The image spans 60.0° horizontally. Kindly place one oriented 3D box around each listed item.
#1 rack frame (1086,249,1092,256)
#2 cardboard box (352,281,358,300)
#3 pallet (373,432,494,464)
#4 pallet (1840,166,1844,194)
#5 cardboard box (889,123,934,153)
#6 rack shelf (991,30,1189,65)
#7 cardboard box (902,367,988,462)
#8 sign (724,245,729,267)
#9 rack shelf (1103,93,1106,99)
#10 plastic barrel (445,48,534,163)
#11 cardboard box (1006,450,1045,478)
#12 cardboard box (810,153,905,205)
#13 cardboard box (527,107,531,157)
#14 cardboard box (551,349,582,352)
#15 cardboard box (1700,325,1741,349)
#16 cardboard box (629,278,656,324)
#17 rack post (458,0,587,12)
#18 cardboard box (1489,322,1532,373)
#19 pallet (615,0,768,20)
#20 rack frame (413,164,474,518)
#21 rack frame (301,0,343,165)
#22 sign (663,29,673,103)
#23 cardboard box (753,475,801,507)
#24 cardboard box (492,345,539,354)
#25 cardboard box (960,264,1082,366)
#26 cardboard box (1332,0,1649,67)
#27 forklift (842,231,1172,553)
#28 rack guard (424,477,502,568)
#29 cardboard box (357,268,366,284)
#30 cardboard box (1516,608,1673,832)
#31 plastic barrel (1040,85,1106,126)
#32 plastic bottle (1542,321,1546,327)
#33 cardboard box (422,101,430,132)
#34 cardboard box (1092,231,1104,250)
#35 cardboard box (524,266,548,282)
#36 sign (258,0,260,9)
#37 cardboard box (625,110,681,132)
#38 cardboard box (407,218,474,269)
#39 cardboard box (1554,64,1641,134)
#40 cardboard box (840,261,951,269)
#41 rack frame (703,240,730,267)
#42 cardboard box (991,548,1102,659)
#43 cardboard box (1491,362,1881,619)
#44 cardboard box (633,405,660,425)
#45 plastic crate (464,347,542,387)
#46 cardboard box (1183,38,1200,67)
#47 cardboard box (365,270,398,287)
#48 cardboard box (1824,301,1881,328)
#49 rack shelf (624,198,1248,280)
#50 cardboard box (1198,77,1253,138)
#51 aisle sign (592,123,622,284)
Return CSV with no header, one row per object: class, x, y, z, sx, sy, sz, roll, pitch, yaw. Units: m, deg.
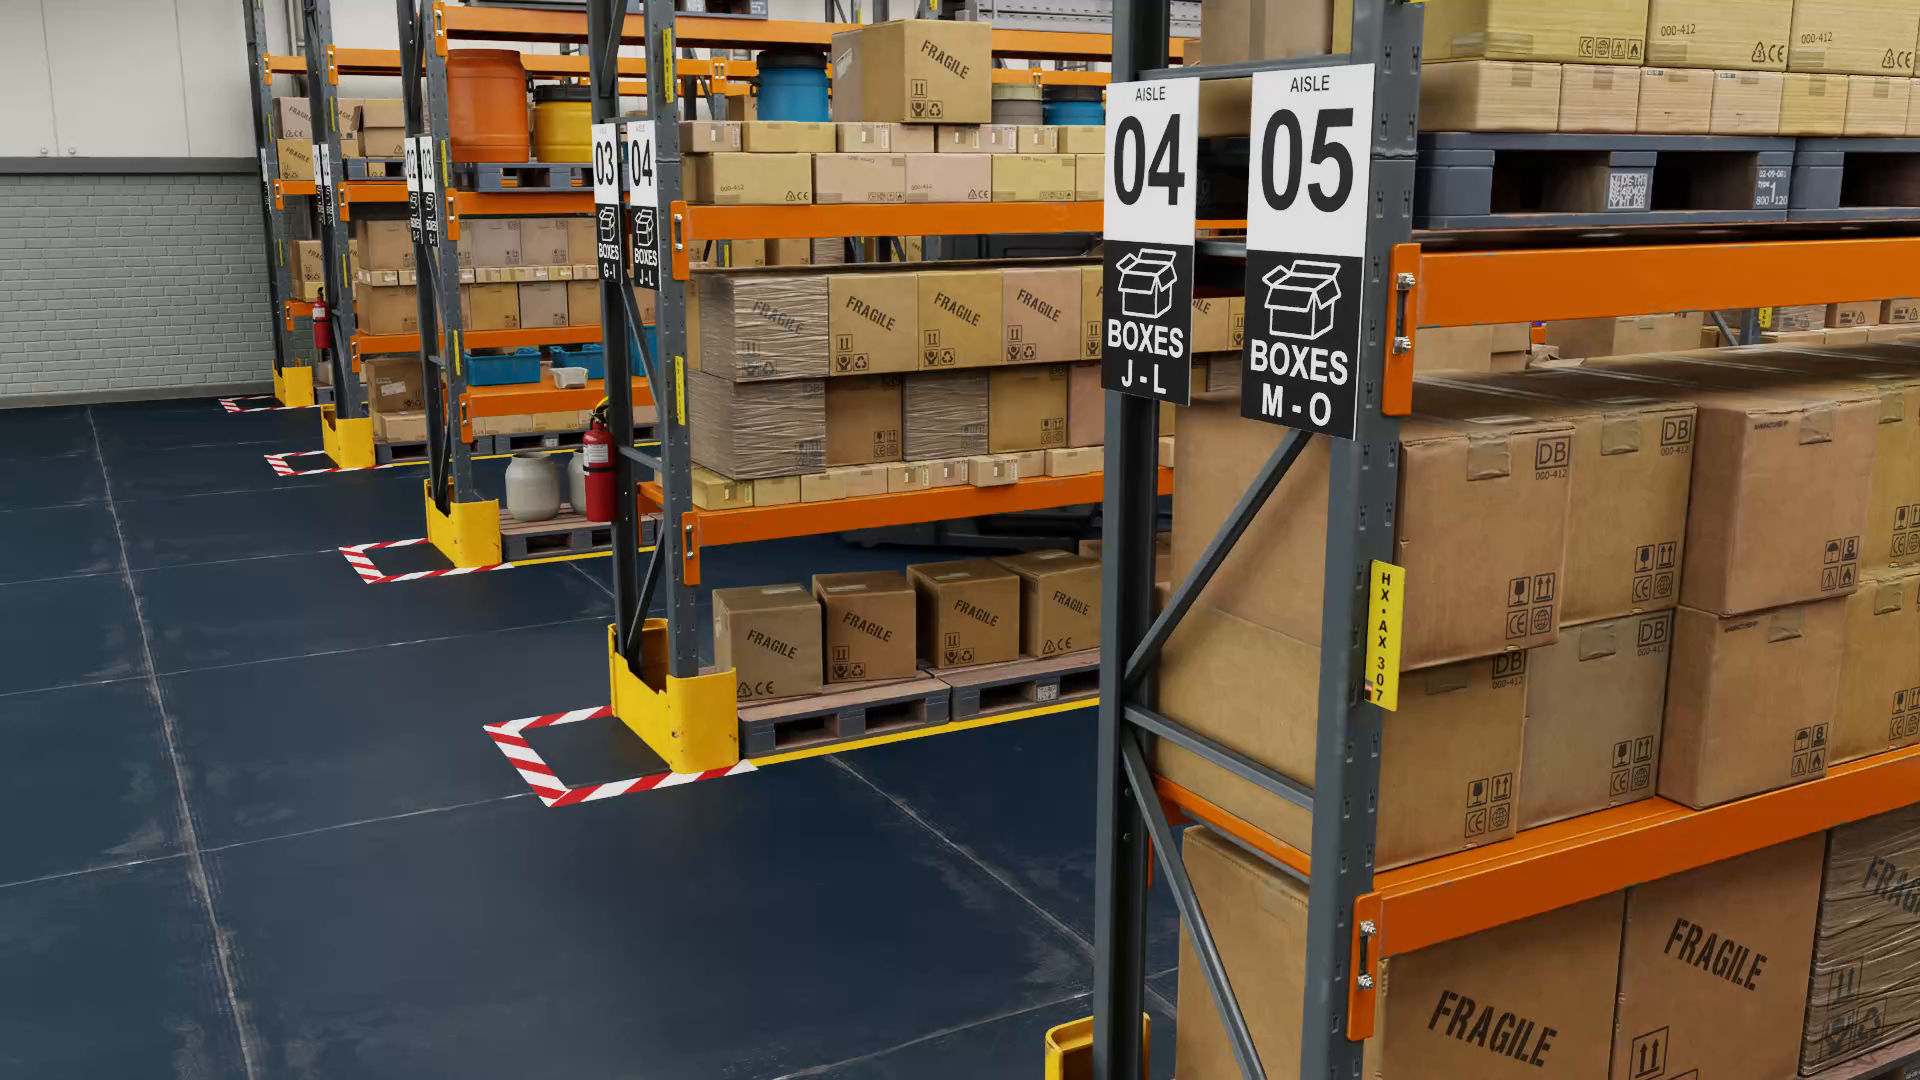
rack frame,1.804,-4.528,26.895,0.127,3.000,1.000,-7,14,-28
cardboard box,-7.699,-3.249,21.511,0.500,0.250,0.500,-7,15,-30
pallet,-5.700,-1.039,17.745,1.213,0.211,1.003,-7,14,-28
pallet,3.467,-1.192,5.443,1.213,0.211,1.003,-7,14,-28
cardboard box,-0.331,-2.069,8.573,0.250,0.149,0.380,-7,14,-28
rack shelf,1.285,-4.368,15.071,4.000,0.370,1.077,-7,14,-28
cardboard box,-0.271,-0.768,9.284,0.500,0.500,0.875,-7,14,-28
sign,-2.573,-3.086,18.337,0.005,0.325,0.100,-7,14,-28
rack shelf,3.560,-7.119,27.295,4.000,0.370,1.077,-7,14,-28
plastic barrel,-3.616,-3.309,12.716,0.708,0.830,0.600,-7,14,-28
cardboard box,0.275,-0.454,9.366,0.250,0.149,0.380,-7,14,-28
cardboard box,-0.612,-1.848,8.499,0.500,0.250,0.500,-7,15,-29
cardboard box,-4.763,-4.218,17.186,0.500,0.500,0.500,-7,14,-28
cardboard box,-4.275,-1.867,18.673,0.500,0.500,0.500,-7,14,-28
cardboard box,5.728,-1.392,12.733,0.500,0.500,0.500,-6,14,-26
cardboard box,-3.687,-2.676,18.440,0.500,0.500,0.700,-7,14,-28
rack post,-3.257,-4.094,12.443,0.954,0.300,0.937,-5,14,-22
cardboard box,3.380,-1.278,11.263,0.637,0.503,0.797,-5,14,-22
pallet,-2.253,-4.195,13.095,1.213,0.211,1.003,-7,14,-28
rack frame,-3.982,-1.356,12.802,0.127,3.000,1.000,-7,14,-28
rack frame,-6.352,-5.238,16.387,0.127,3.000,1.000,-7,14,-28
sign,-1.348,-2.187,7.671,0.005,0.325,0.100,-7,14,-28
cardboard box,-1.015,-0.286,8.618,0.250,0.149,0.380,-7,14,-28
cardboard box,-6.109,-2.564,22.863,0.500,0.500,0.500,-8,15,-32
cardboard box,0.321,-1.246,9.133,0.500,0.500,0.500,-7,14,-28
cardboard box,1.226,-1.225,3.870,0.500,0.250,0.500,-7,14,-28
forklift,0.617,-1.408,13.191,3.031,2.935,1.130,2,13,9
rack guard,-3.937,-0.154,13.153,0.348,0.500,1.175,-7,14,-28
cardboard box,-6.108,-2.753,17.305,0.250,0.149,0.380,-7,15,-29
cardboard box,1.456,0.382,4.738,0.550,0.550,0.875,-7,14,-28
plastic barrel,1.020,-3.718,15.323,0.708,0.901,0.600,-7,14,-28
plastic bottle,6.272,-2.400,17.895,0.097,0.201,0.097,0,13,0
cardboard box,-7.113,-5.529,21.964,0.500,0.500,0.500,-7,14,-28
cardboard box,2.288,-4.728,27.102,0.700,0.700,0.980,-7,14,-27
cardboard box,-4.554,-2.838,17.680,0.250,0.149,0.380,-7,14,-27
sign,-8.469,-6.582,20.051,0.005,0.325,0.100,-7,14,-28
cardboard box,-3.409,-4.515,18.504,0.500,0.500,0.500,-6,14,-23
cardboard box,-5.430,-3.101,17.375,0.500,0.500,0.700,-7,15,-29
cardboard box,1.357,-1.031,3.913,0.250,0.149,0.380,-7,14,-27
cardboard box,-0.368,-1.294,9.347,0.500,0.500,0.500,-7,14,-28
rack frame,-2.841,-2.732,18.916,0.127,3.000,1.000,-7,14,-28
cardboard box,0.526,0.369,9.875,0.500,0.500,0.500,-8,15,-33
cardboard box,2.019,-0.175,4.753,0.550,0.550,0.875,-7,14,-28
cardboard box,-3.587,-1.454,18.542,0.500,0.250,0.500,-7,14,-28
plastic crate,-3.686,-1.394,13.309,0.616,0.251,0.499,-7,14,-28
cardboard box,1.630,-2.627,9.574,0.500,0.500,0.500,-7,15,-30
cardboard box,-5.904,-2.676,16.963,0.250,0.149,0.380,-7,14,-28
cardboard box,6.636,-1.923,12.810,0.637,0.503,0.797,-6,14,-27
rack shelf,0.147,-1.724,9.246,4.000,0.370,1.077,-7,14,-28
cardboard box,0.809,-1.130,4.353,0.250,0.149,0.380,-7,14,-28
aisle sign,-1.806,-1.721,8.504,0.004,0.787,0.394,-7,14,-28
